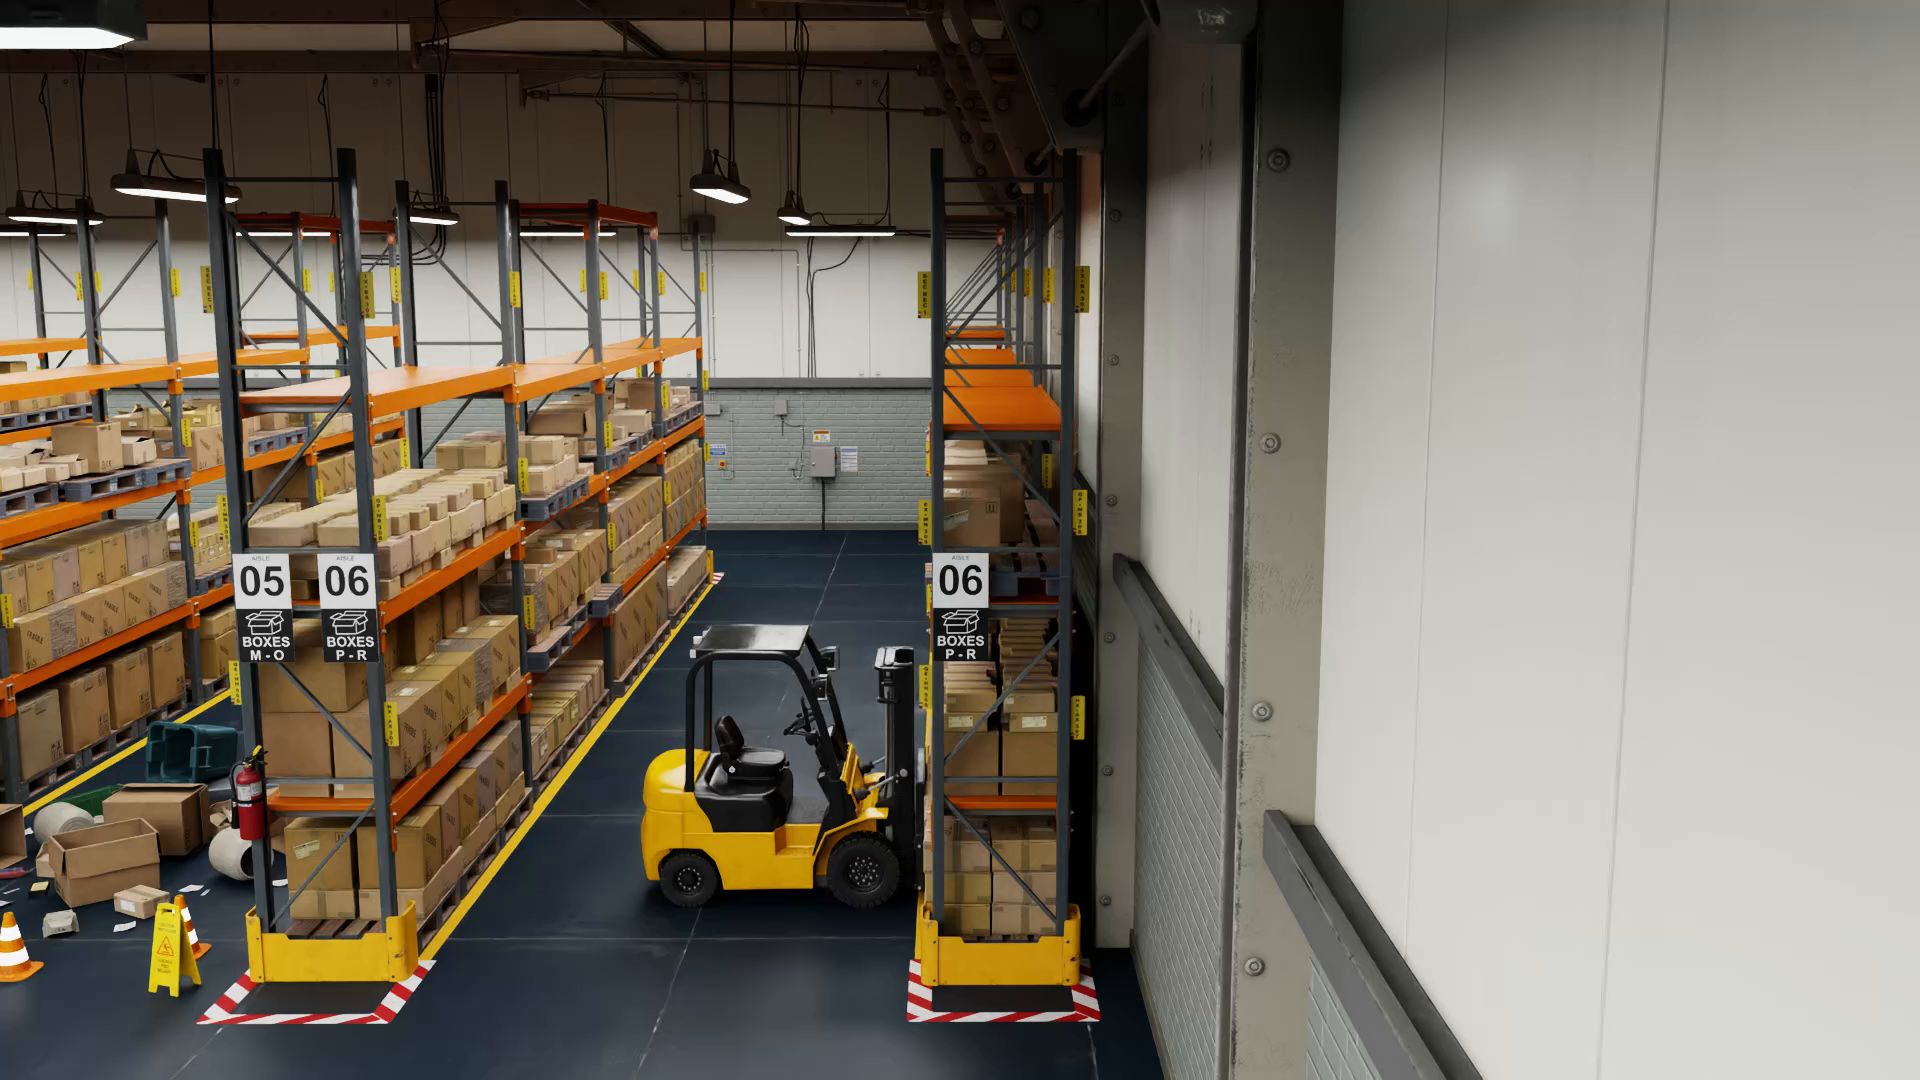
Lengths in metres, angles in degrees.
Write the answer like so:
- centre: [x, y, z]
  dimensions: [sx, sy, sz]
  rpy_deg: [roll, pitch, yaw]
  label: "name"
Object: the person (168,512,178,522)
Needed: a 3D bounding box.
- centre: [-11.285, 0.450, 24.159]
  dimensions: [0.647, 1.762, 0.689]
  rpy_deg: [-2, 9, -10]
  label: "person"
